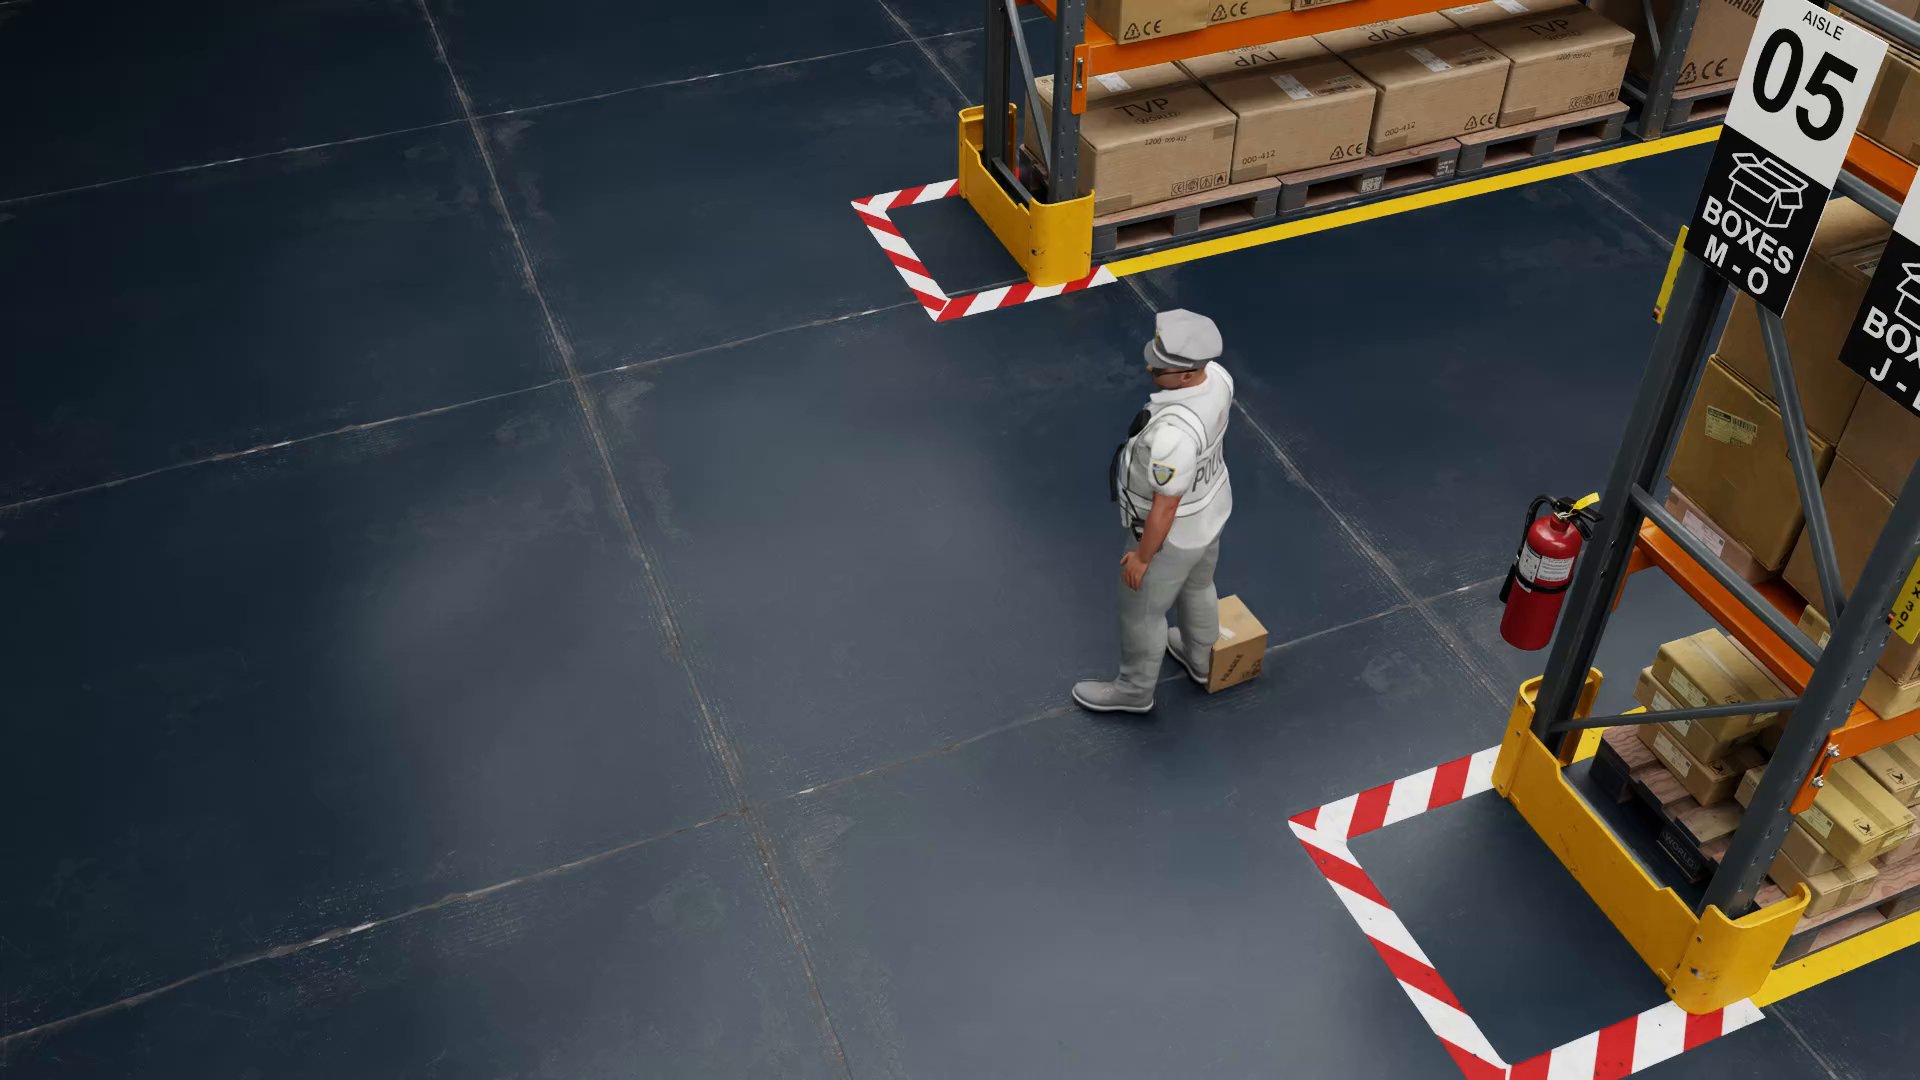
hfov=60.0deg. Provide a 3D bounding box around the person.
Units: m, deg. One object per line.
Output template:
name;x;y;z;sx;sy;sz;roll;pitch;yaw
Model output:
person;0.779;-0.090;6.218;0.476;1.752;0.594;21;46;22
